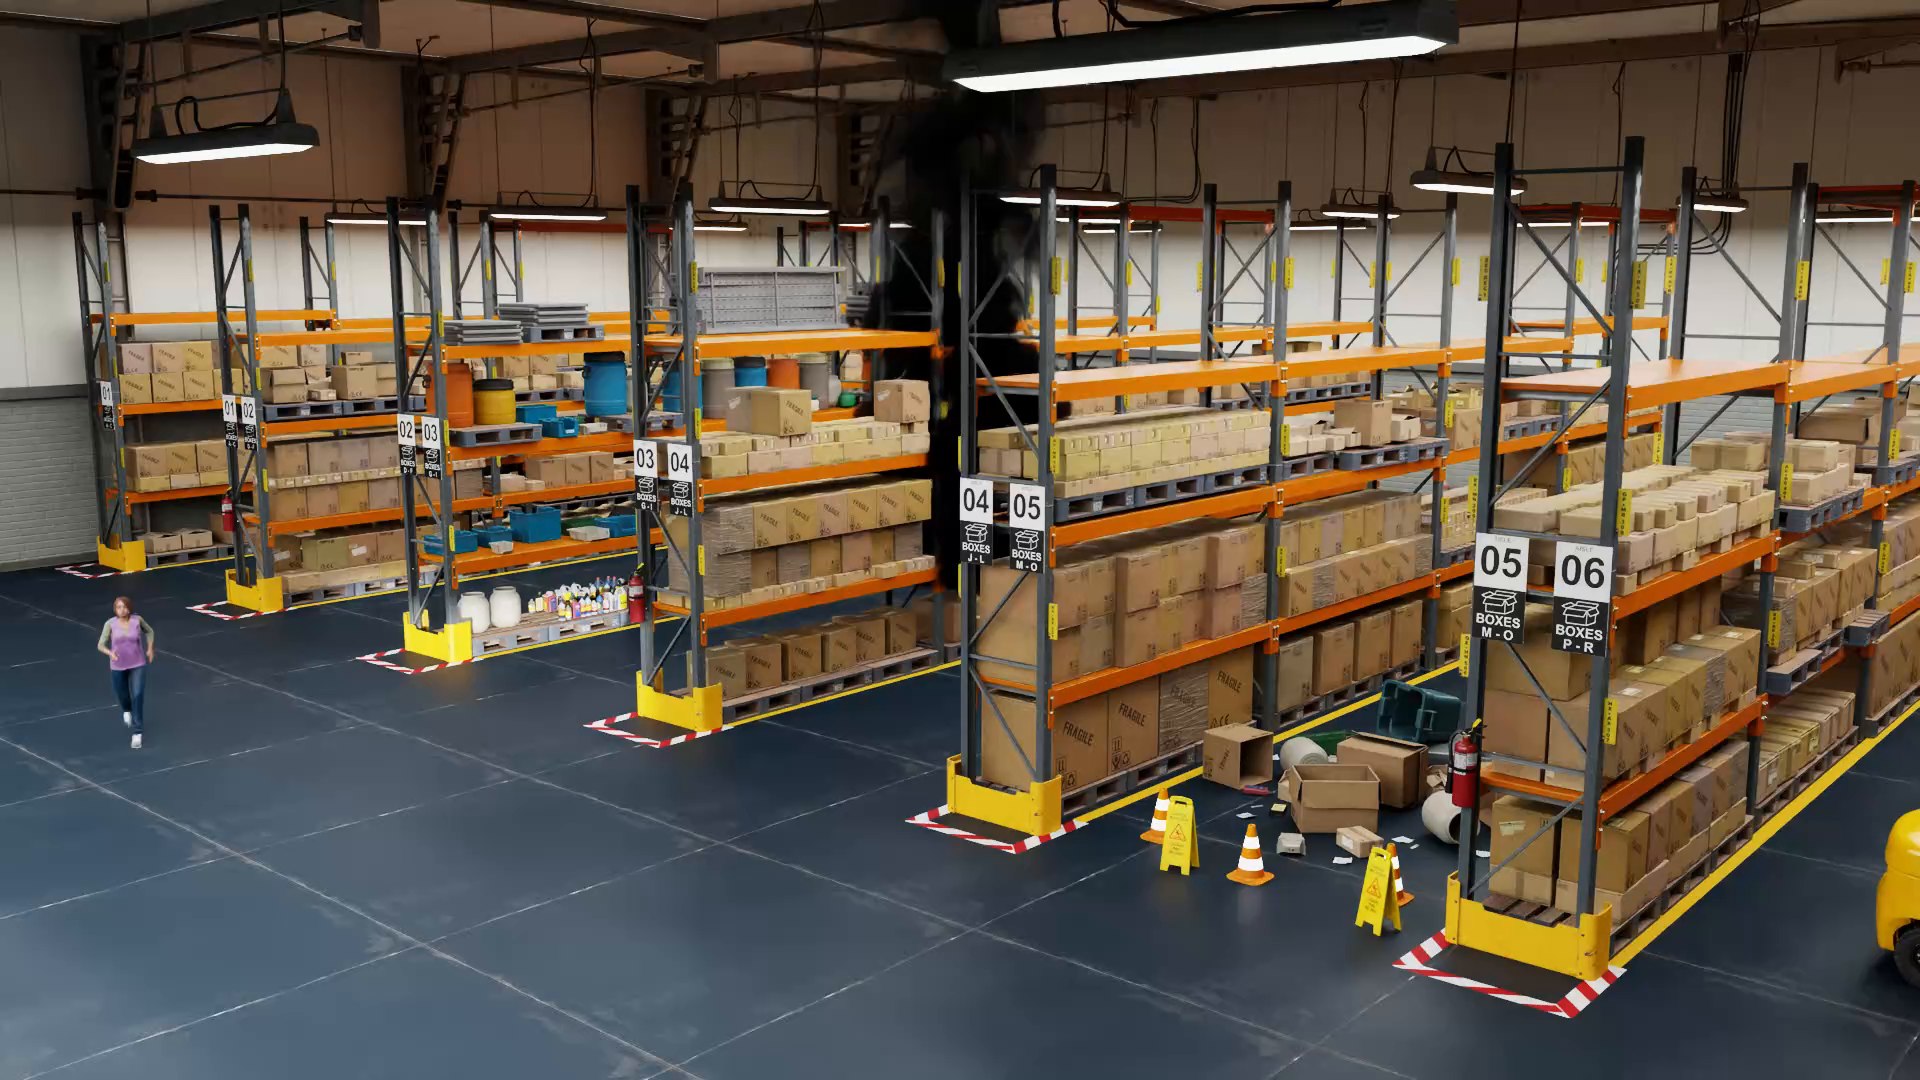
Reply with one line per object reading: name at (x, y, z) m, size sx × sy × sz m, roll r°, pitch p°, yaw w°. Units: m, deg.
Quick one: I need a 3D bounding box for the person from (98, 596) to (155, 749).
person at (-9.044, 1.393, 18.091) m, size 0.559 × 1.609 × 0.857 m, roll -5°, pitch 11°, yaw -26°

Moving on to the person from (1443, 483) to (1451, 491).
person at (7.708, -0.018, 26.407) m, size 0.668 × 1.664 × 0.967 m, roll 9°, pitch 13°, yaw 44°
